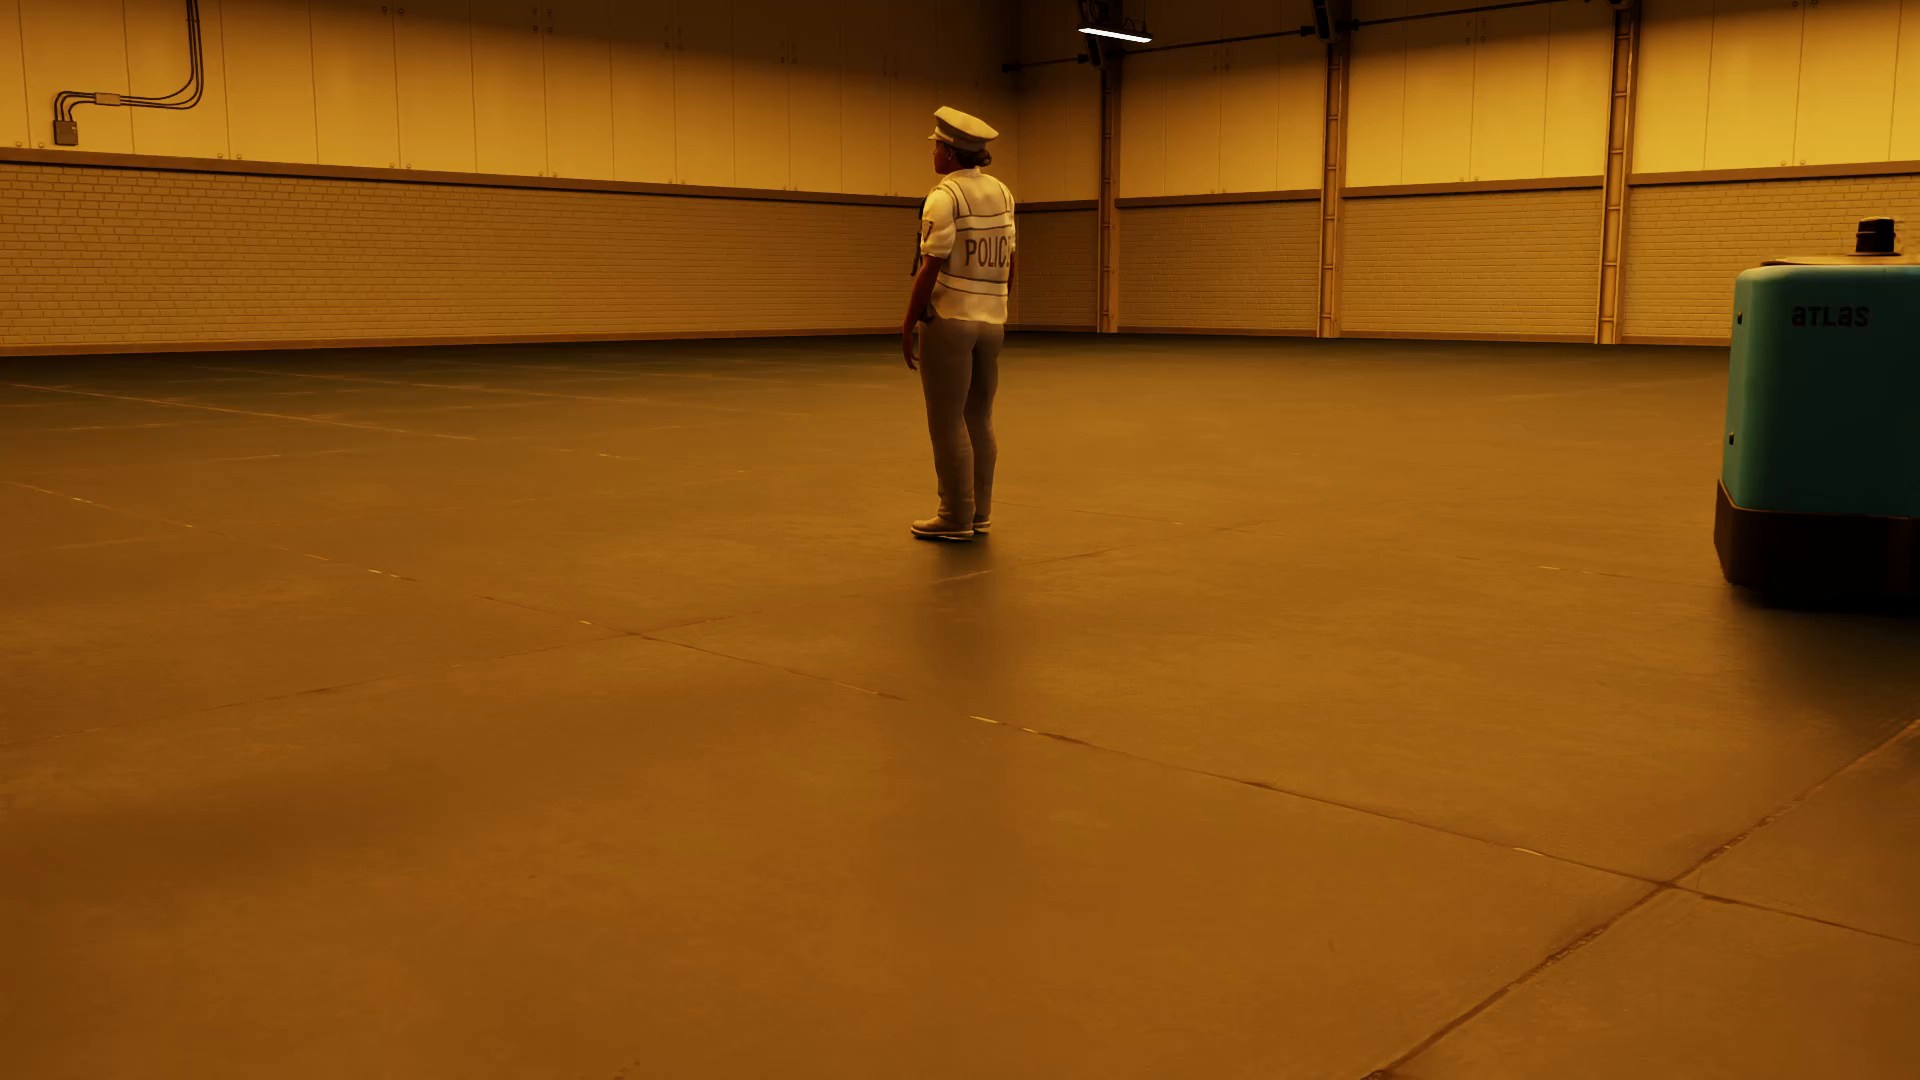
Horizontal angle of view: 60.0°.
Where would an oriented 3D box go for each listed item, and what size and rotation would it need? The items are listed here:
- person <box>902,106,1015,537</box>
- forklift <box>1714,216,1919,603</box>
[{"bbox_3d":[-0.040,-0.855,6.656,0.528,1.695,0.569,8,12,43],"label":"person"},{"bbox_3d":[4.050,-1.227,5.021,3.031,2.935,1.130,3,9,21],"label":"forklift"}]
